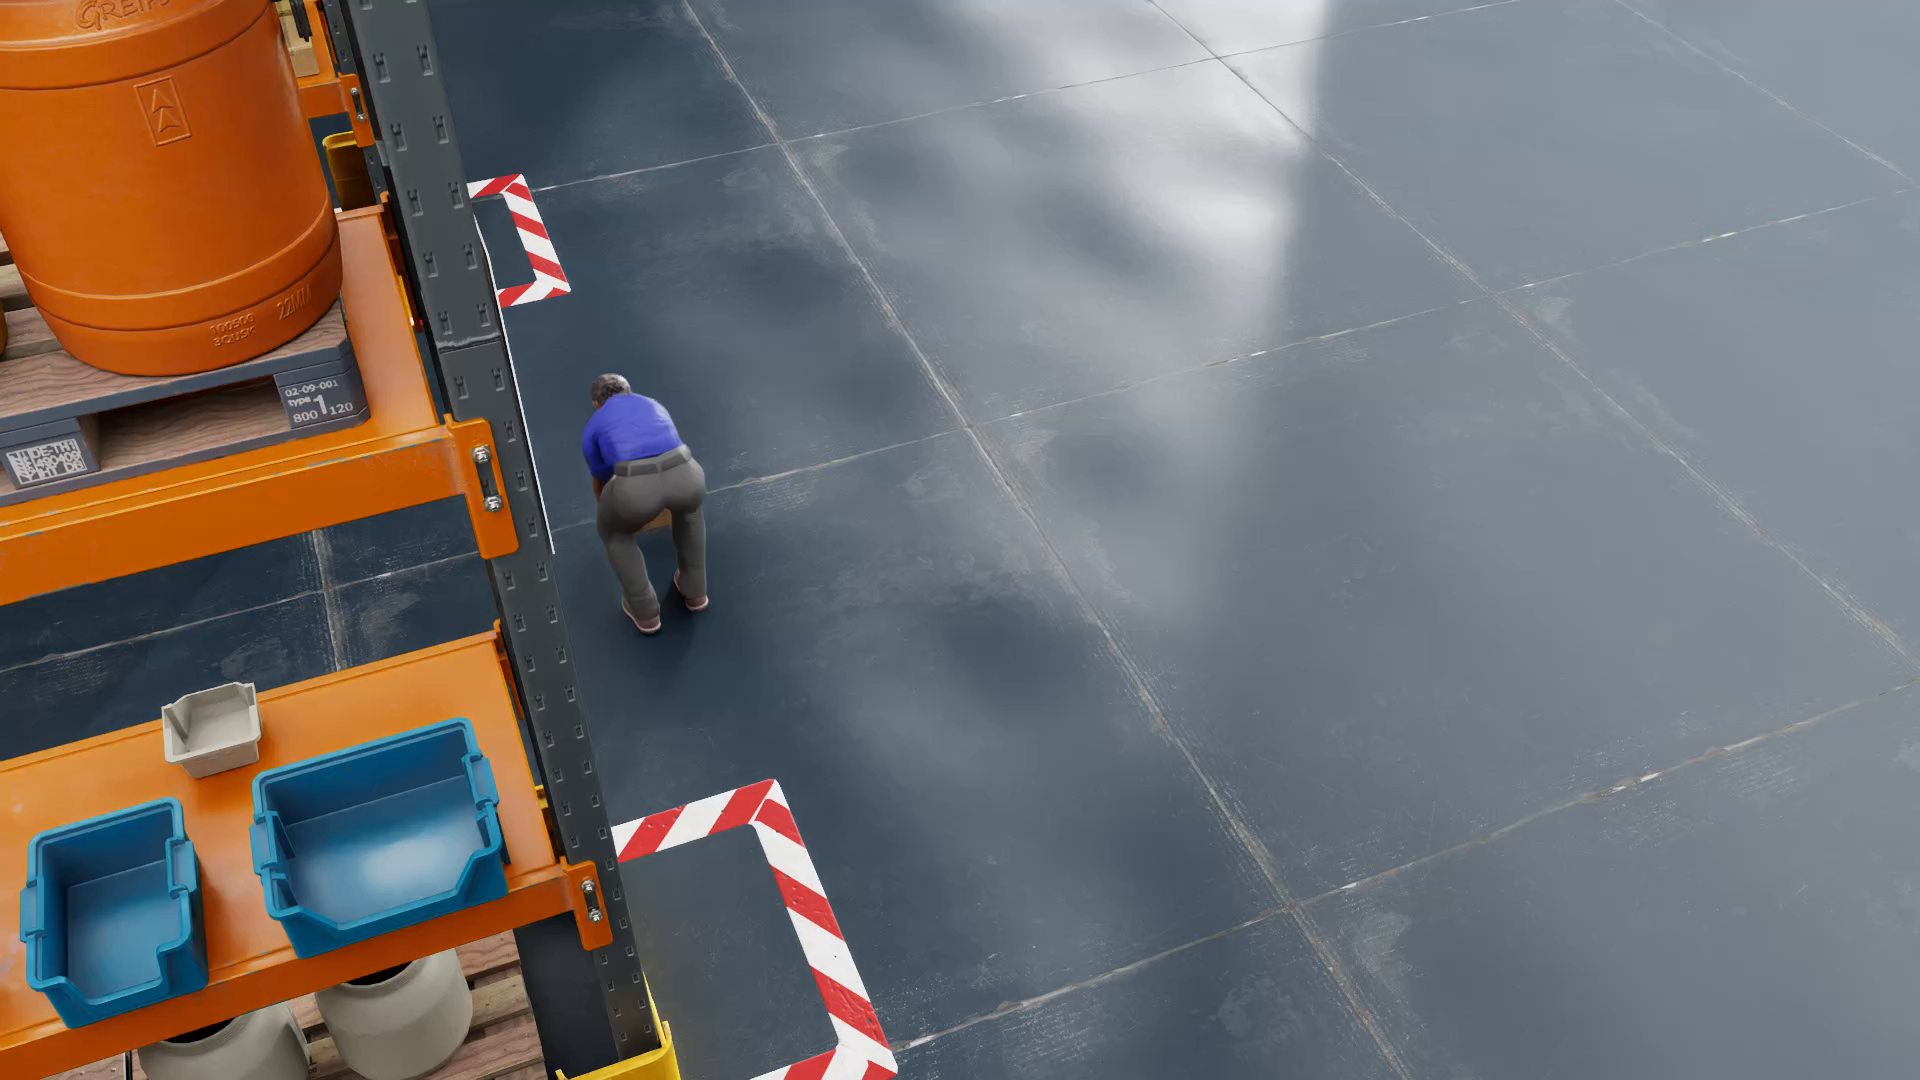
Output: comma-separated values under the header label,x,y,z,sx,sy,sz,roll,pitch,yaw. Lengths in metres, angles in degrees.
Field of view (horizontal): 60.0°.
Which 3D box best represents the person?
label,x,y,z,sx,sy,sz,roll,pitch,yaw
person,-1.231,-0.313,6.512,0.514,1.653,0.349,-17,45,-18
